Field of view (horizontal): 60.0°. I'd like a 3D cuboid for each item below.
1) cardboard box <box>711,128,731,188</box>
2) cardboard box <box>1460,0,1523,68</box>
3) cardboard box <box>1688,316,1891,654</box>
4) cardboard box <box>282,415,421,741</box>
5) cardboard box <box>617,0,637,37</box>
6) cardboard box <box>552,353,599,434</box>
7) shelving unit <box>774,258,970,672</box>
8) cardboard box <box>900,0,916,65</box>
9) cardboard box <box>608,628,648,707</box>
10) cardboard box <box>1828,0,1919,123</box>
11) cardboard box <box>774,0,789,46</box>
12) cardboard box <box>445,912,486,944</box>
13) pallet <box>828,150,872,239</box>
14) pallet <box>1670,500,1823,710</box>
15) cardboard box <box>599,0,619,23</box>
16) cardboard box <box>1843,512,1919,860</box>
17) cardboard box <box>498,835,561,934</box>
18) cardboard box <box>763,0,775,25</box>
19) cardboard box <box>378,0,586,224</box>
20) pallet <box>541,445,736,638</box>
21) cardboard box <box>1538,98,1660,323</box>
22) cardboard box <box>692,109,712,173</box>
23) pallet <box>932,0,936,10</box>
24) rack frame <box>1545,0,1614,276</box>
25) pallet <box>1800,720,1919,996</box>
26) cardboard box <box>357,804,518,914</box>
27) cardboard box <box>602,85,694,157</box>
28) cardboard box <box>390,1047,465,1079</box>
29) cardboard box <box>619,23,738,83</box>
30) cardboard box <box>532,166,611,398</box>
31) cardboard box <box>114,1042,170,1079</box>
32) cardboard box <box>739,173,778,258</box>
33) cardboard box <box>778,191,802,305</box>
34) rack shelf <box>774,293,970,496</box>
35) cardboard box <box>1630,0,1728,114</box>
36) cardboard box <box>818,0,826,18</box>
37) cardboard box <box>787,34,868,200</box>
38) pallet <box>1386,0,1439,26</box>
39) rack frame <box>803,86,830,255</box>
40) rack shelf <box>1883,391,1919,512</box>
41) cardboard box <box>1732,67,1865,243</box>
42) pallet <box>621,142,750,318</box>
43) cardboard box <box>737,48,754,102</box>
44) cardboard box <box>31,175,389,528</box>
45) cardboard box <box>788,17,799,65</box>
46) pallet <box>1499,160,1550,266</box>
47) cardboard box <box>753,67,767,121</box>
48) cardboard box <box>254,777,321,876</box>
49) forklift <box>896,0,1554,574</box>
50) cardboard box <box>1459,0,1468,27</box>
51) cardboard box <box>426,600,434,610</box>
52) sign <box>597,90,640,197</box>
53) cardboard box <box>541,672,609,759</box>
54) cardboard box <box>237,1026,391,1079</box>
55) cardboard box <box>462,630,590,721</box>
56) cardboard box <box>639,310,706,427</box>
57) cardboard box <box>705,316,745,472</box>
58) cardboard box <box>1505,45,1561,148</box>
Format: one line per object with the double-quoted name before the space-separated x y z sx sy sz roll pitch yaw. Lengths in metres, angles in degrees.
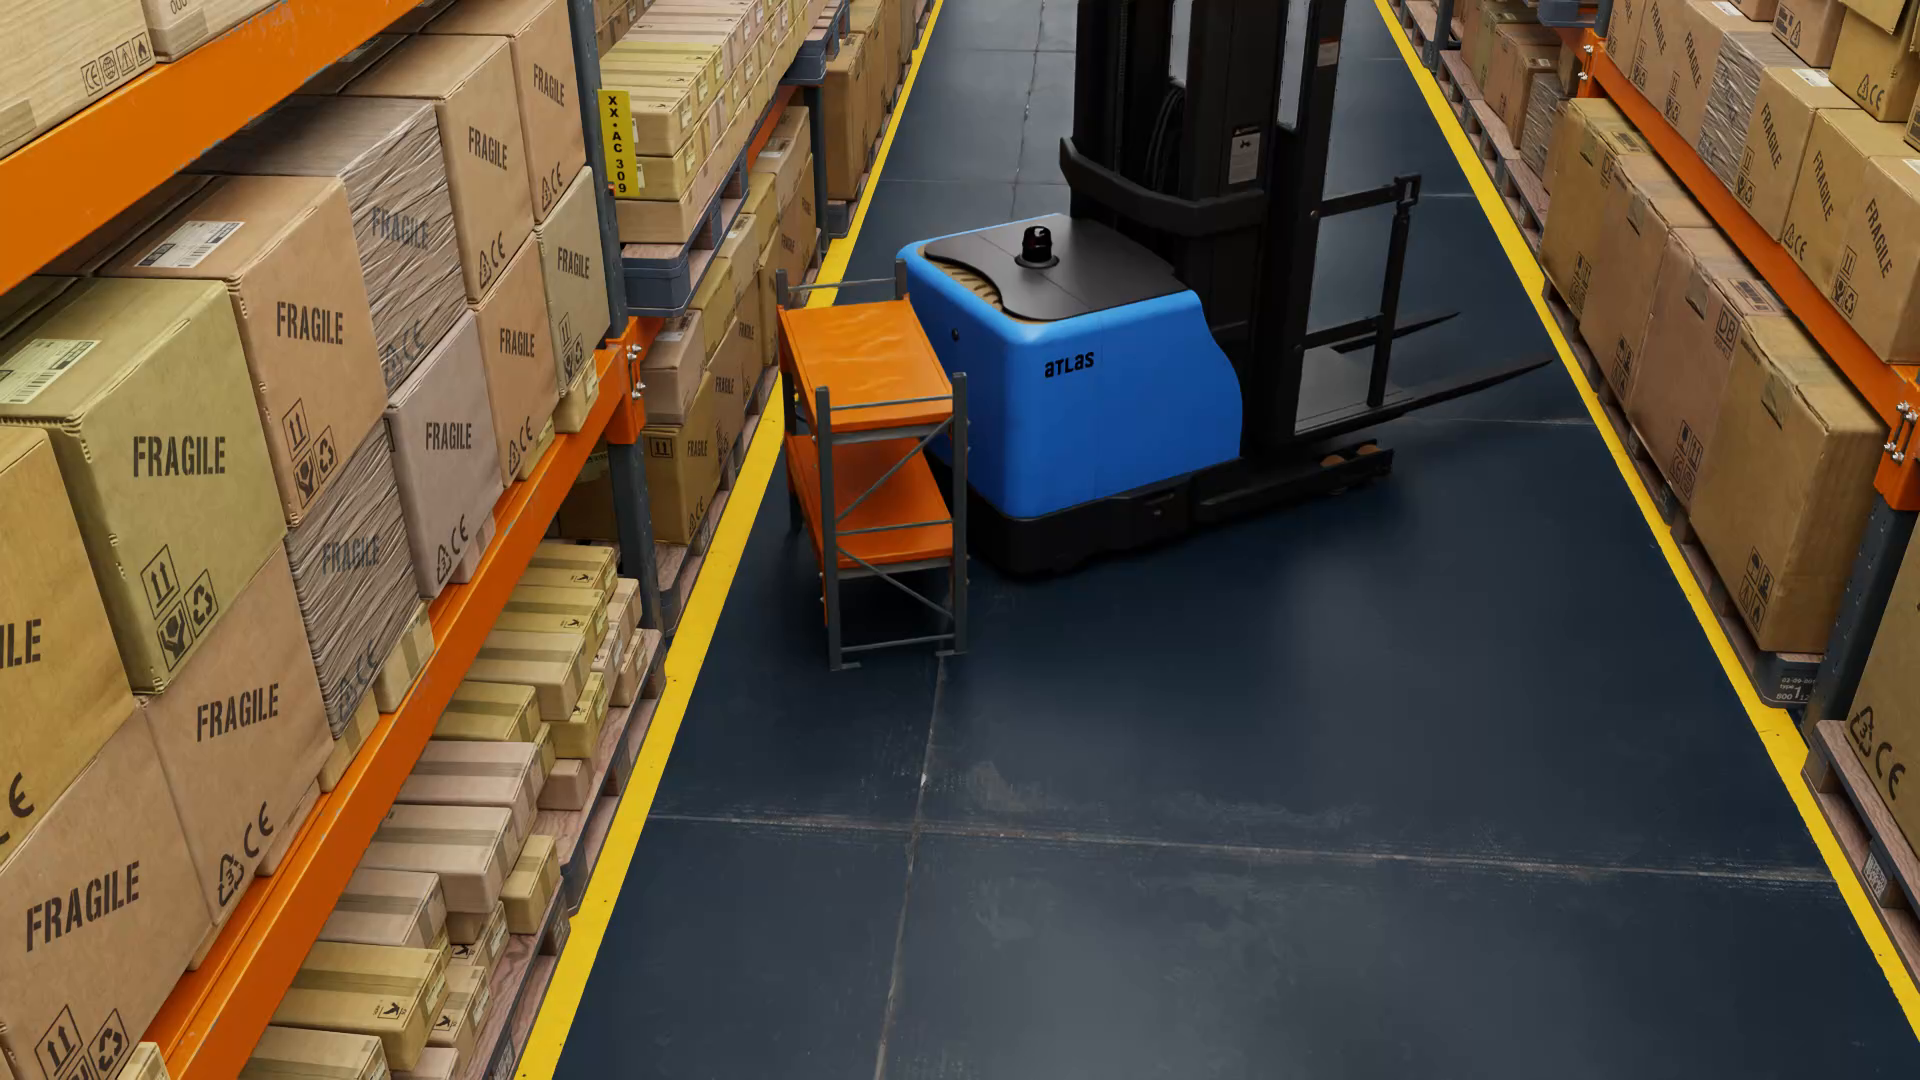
"cardboard box" -1.039 -1.375 5.961 0.380 0.149 0.250 3 32 4
"cardboard box" 3.945 -3.562 11.635 0.700 0.500 0.500 0 32 0
"cardboard box" 3.397 -0.186 5.817 1.225 0.875 0.875 3 32 4
"cardboard box" -1.478 0.055 3.422 0.500 0.500 0.500 2 32 3
"cardboard box" -1.587 -2.213 7.038 0.380 0.149 0.250 2 32 4
"cardboard box" -1.272 -0.435 4.837 0.380 0.149 0.250 2 32 3
"shelving unit" -0.337 -0.301 6.166 0.538 1.125 1.048 -7 32 -11
"cardboard box" -0.880 -3.917 11.990 1.050 0.750 0.750 2 32 4
"cardboard box" -1.262 0.414 5.537 0.380 0.149 0.250 3 32 5
"cardboard box" 3.476 -1.738 5.660 0.797 0.503 0.637 3 32 5
"cardboard box" -0.934 -2.179 6.982 0.380 0.149 0.250 3 32 5
"cardboard box" -1.454 0.929 4.417 0.380 0.149 0.250 1 32 2
"pallet" -1.105 -2.154 10.045 1.003 0.211 1.213 2 32 4
"pallet" 3.353 0.204 6.217 1.003 0.211 1.213 2 32 4
"cardboard box" -1.605 -2.207 6.744 0.380 0.149 0.250 2 32 3
"cardboard box" 3.232 0.491 4.719 0.875 0.875 0.875 2 32 4
"cardboard box" -1.347 0.955 4.659 0.380 0.149 0.250 2 32 4
"cardboard box" -0.957 -2.170 6.684 0.380 0.149 0.250 3 32 5
"cardboard box" -1.339 -1.178 4.471 0.500 0.500 0.500 1 32 2
"pallet" -1.508 -0.061 6.648 1.003 0.211 1.213 2 32 4
"cardboard box" 3.614 -1.582 8.083 1.225 0.875 0.875 1 32 2
"cardboard box" -1.060 -1.361 5.655 0.380 0.149 0.250 2 32 3
"pallet" -0.682 -4.871 14.453 1.003 0.211 1.213 2 32 4
"rack frame" 3.691 -2.668 8.220 1.000 3.000 0.127 2 32 4
"pallet" 3.225 1.005 4.918 1.003 0.211 1.213 2 32 4
"cardboard box" -1.372 0.823 4.305 0.380 0.149 0.250 1 32 2
"cardboard box" -1.079 -1.352 5.357 0.380 0.149 0.250 4 32 6
"cardboard box" -1.418 1.362 3.998 0.380 0.149 0.250 1 32 2
"cardboard box" -1.017 -1.763 6.023 0.380 0.149 0.250 2 32 3
"cardboard box" -1.328 -0.745 4.721 0.500 0.500 0.500 3 32 4
"cardboard box" -1.488 0.929 2.623 0.380 0.149 0.250 2 32 3
"cardboard box" -1.126 -1.468 7.540 0.500 0.250 0.500 3 32 5
"cardboard box" -1.083 -1.420 8.178 0.500 0.500 0.500 4 32 6
"rack shelf" -0.337 -0.550 6.013 0.538 0.278 1.000 -7 32 -11
"cardboard box" 3.340 -2.198 7.362 0.500 0.500 0.500 2 32 3
"cardboard box" -0.848 -2.597 7.944 0.380 0.149 0.250 2 32 4
"cardboard box" -1.105 -2.468 9.640 1.050 0.750 0.750 2 32 3
"pallet" 4.133 -4.565 13.956 1.003 0.211 1.213 2 32 4
"rack frame" -1.244 -2.932 8.649 1.000 3.000 0.127 2 32 4
"rack shelf" 3.202 0.776 3.318 1.077 0.370 4.000 2 32 4
"cardboard box" 3.214 -1.407 6.079 0.500 0.500 0.500 2 32 3
"pallet" -1.363 -1.153 5.944 1.003 0.211 1.213 2 32 4
"cardboard box" -0.999 -1.773 6.324 0.380 0.149 0.250 4 32 6
"cardboard box" -1.457 -0.369 3.158 0.500 0.500 0.500 1 32 2
"cardboard box" -0.913 -2.191 7.286 0.380 0.149 0.250 1 32 2
"pallet" 3.756 -1.889 9.614 1.003 0.211 1.213 2 32 4
"cardboard box" -0.979 -1.782 6.622 0.380 0.149 0.250 2 32 3
"cardboard box" -1.509 0.519 3.288 0.380 0.149 0.250 2 32 3
"forklift" 1.268 -1.664 6.657 3.031 2.935 1.130 -16 35 -25
"cardboard box" 4.089 -4.081 12.496 0.500 0.500 0.500 2 32 2
"cardboard box" -1.465 0.110 3.952 0.380 0.149 0.250 2 32 3
"sign" -1.029 -1.190 4.997 0.100 0.325 0.005 2 32 4
"cardboard box" -1.293 0.529 5.067 0.380 0.149 0.250 1 32 2
"cardboard box" -1.494 1.220 3.662 0.380 0.149 0.250 4 32 6
"cardboard box" -1.334 0.404 4.986 0.380 0.149 0.250 2 32 4
"cardboard box" -1.247 -0.650 6.213 0.500 0.250 0.500 1 32 2
"cardboard box" -1.204 -0.607 6.859 0.500 0.500 0.500 4 32 6
"cardboard box" 3.797 -2.729 10.283 0.700 0.500 0.500 5 32 8
